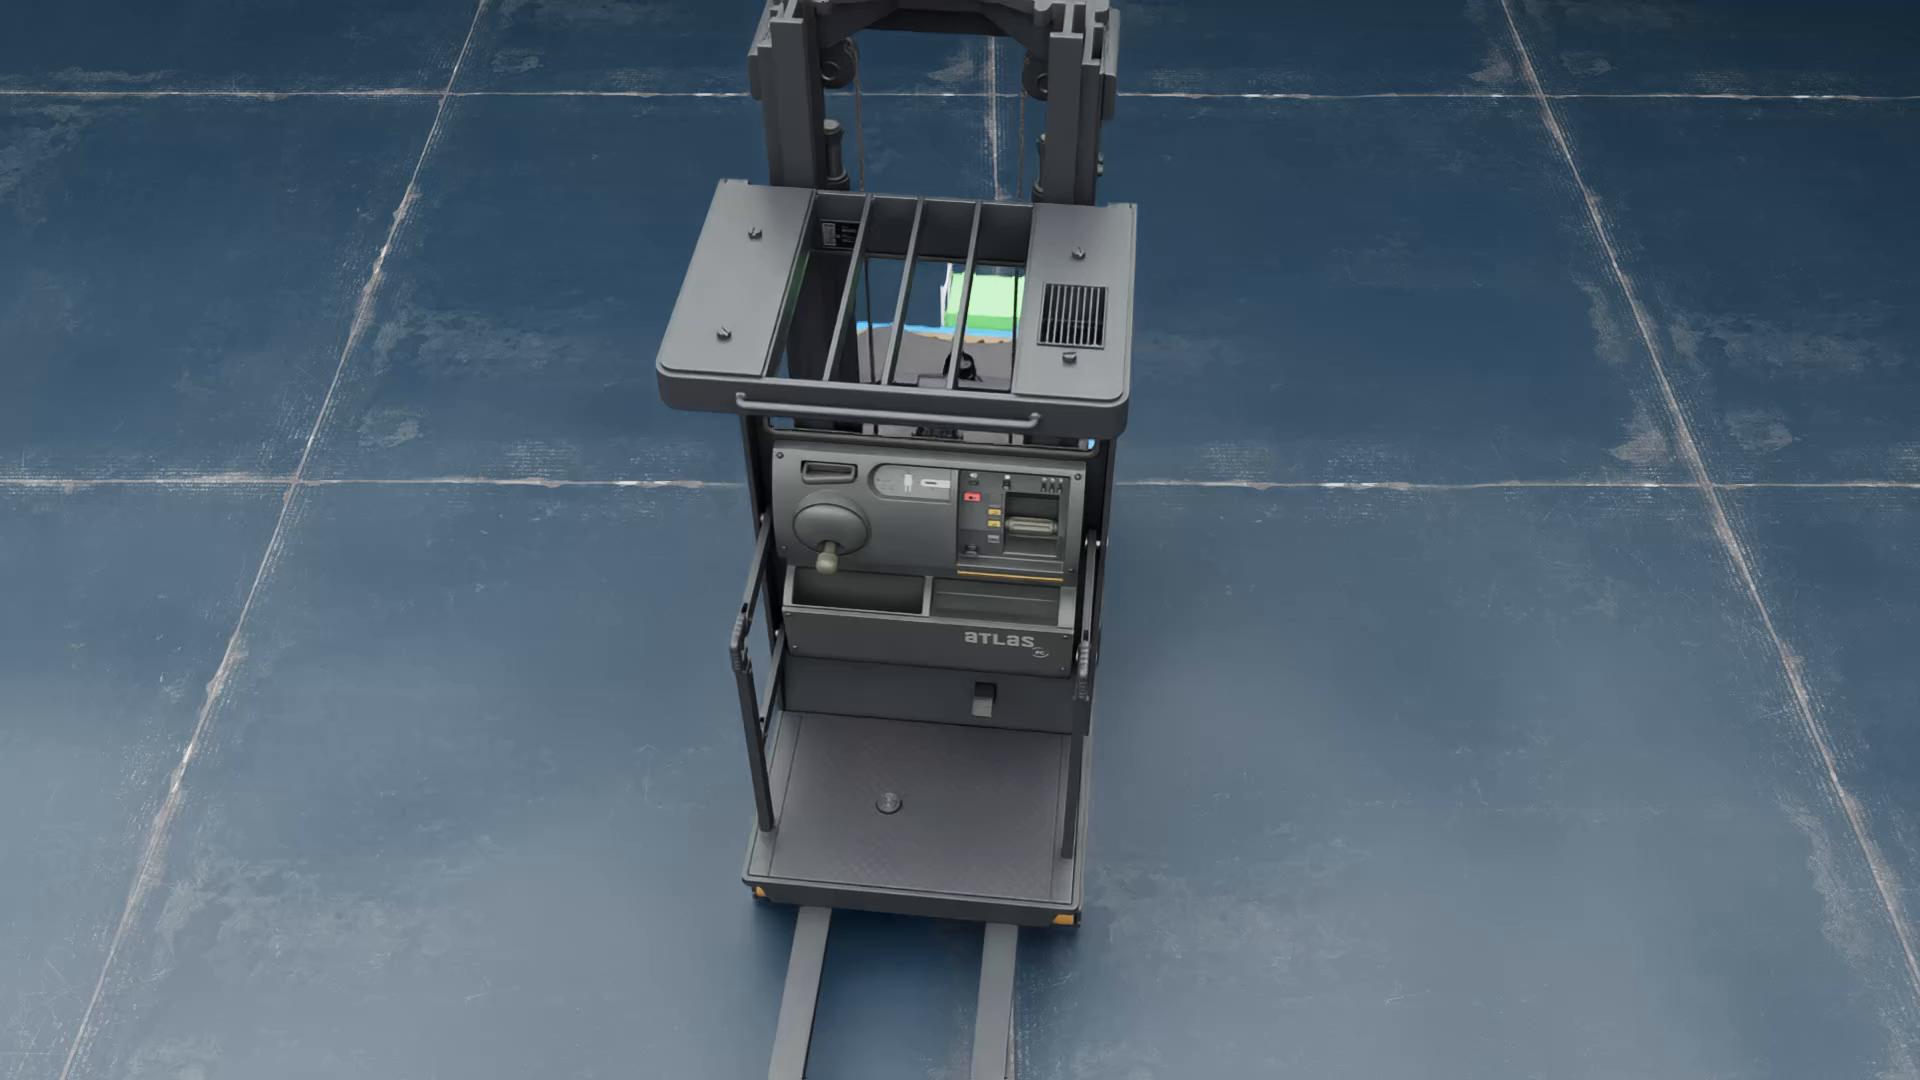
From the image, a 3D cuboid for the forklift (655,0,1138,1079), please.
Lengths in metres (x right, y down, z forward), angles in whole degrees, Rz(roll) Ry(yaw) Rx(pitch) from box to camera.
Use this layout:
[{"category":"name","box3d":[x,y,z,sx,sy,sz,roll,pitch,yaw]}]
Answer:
[{"category":"forklift","box3d":[-0.116,0.027,4.803,1.130,2.935,3.031,4,47,4]}]

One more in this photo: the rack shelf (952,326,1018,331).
[{"category":"rack shelf","box3d":[0.194,-0.704,6.425,0.480,0.148,0.258,4,47,4]}]

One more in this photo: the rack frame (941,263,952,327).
[{"category":"rack frame","box3d":[-0.049,-0.602,6.571,0.015,1.200,0.240,4,47,4]}]

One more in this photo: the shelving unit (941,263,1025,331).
[{"category":"shelving unit","box3d":[0.194,-0.584,6.554,0.503,1.200,0.258,4,47,4]}]

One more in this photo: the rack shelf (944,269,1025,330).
[{"category":"rack shelf","box3d":[0.194,-0.867,6.250,0.480,0.148,0.258,4,47,4]}]
